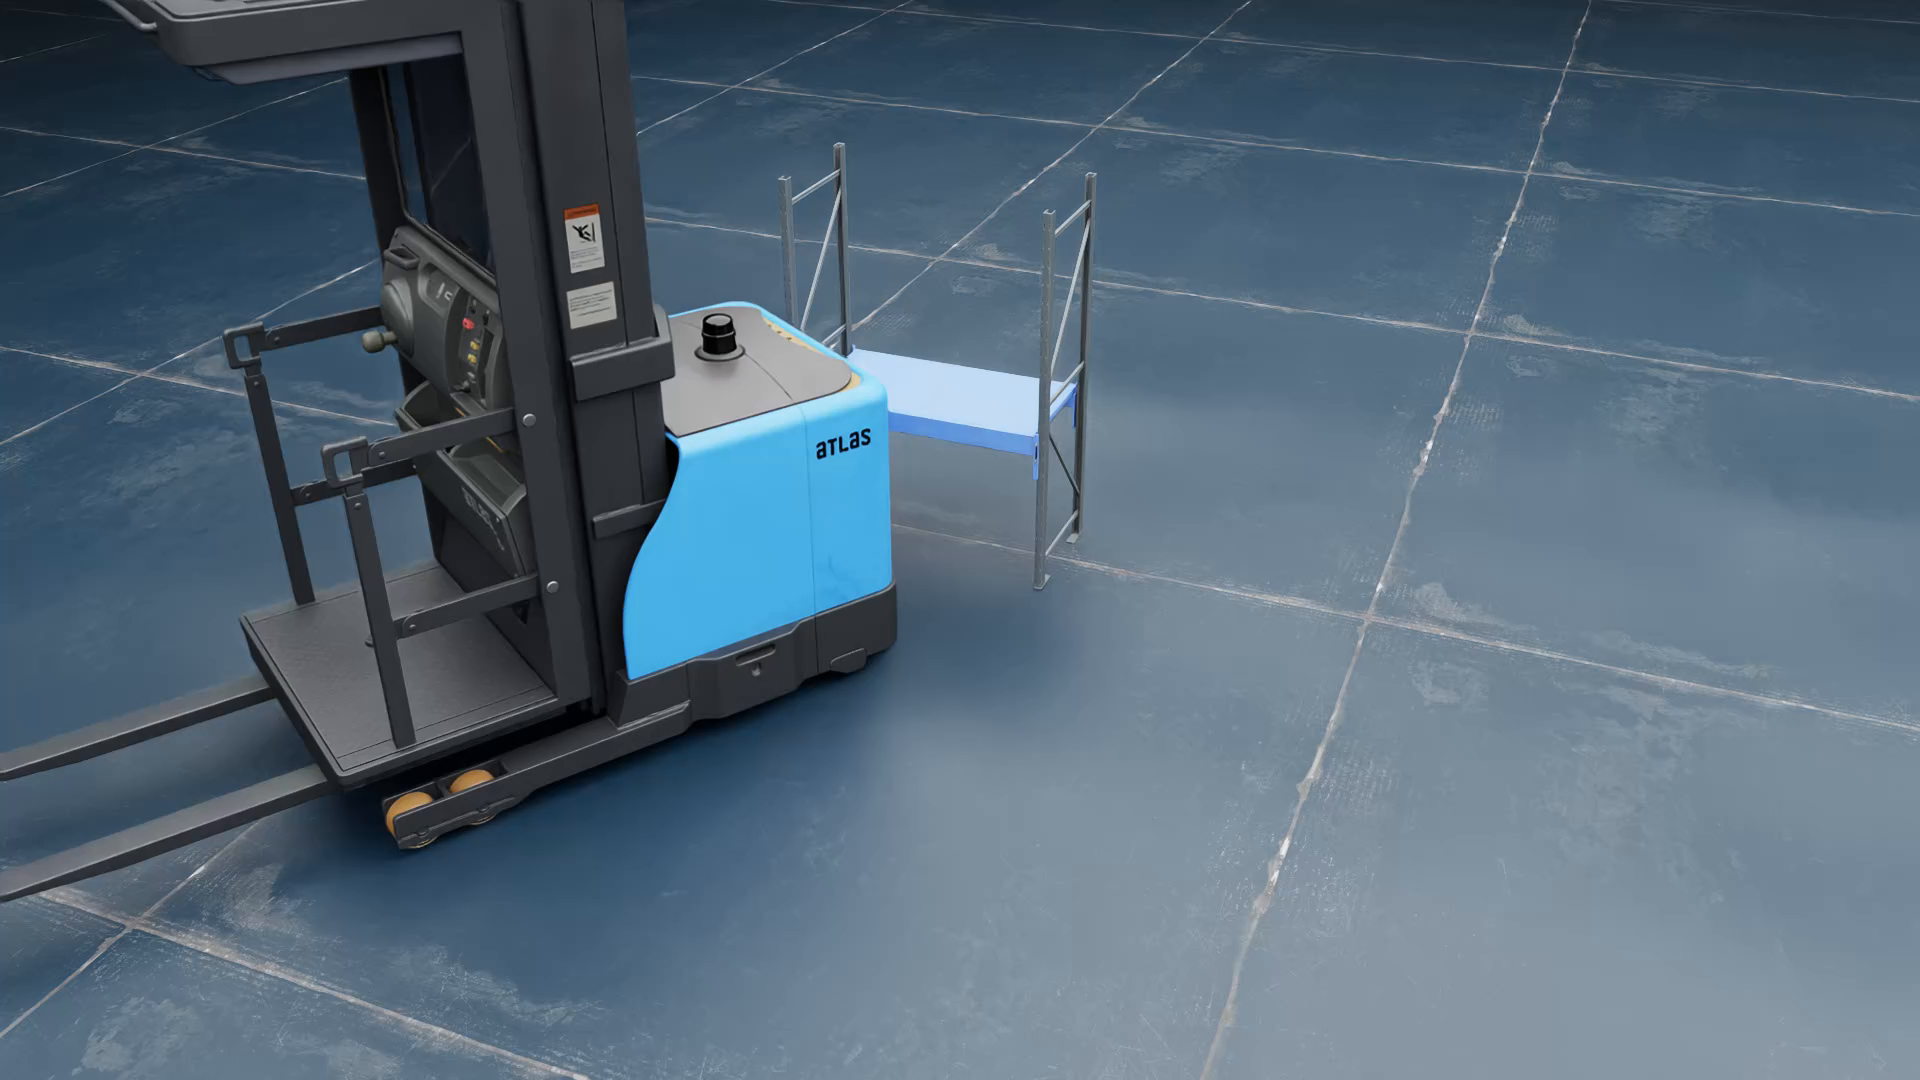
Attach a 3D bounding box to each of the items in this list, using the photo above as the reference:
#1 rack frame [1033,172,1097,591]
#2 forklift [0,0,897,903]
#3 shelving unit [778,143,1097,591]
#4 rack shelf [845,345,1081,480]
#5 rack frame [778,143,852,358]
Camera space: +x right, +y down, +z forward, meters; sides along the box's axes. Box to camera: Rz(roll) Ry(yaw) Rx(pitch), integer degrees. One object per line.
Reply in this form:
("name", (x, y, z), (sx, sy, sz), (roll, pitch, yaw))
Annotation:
("rack frame", (0.392, -0.575, 6.242), (0.032, 1.500, 0.500), (11, 31, 19))
("forklift", (-1.722, -0.631, 4.887), (3.031, 2.935, 1.130), (-19, 35, -30))
("shelving unit", (-0.079, -0.669, 6.409), (1.048, 1.500, 0.538), (11, 31, 19))
("rack shelf", (-0.079, -0.512, 6.497), (1.000, 0.185, 0.538), (11, 31, 19))
("rack frame", (-0.550, -0.763, 6.575), (0.032, 1.500, 0.500), (11, 31, 19))
